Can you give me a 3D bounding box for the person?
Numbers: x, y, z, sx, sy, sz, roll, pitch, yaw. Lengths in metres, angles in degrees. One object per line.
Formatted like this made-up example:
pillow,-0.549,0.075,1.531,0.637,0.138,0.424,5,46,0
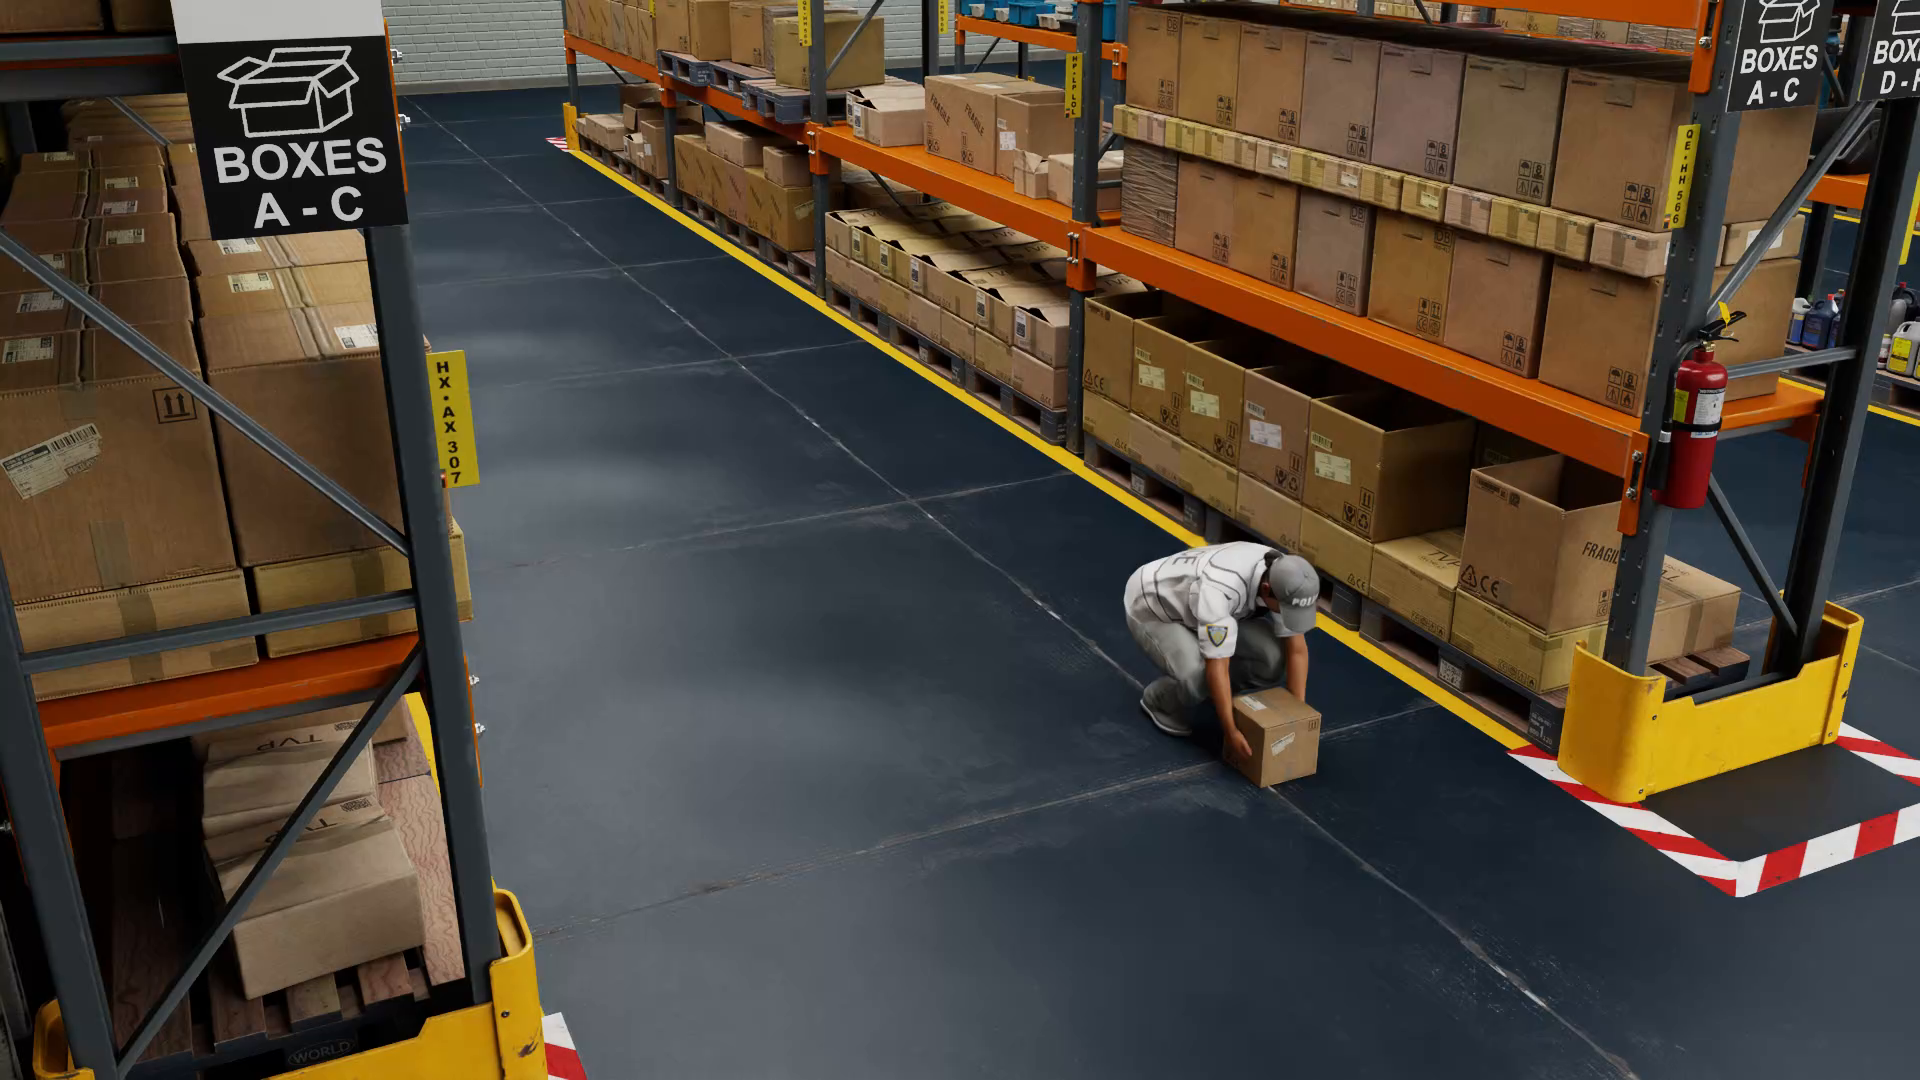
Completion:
person,0.998,0.348,6.345,0.525,0.838,0.866,-11,25,-25
